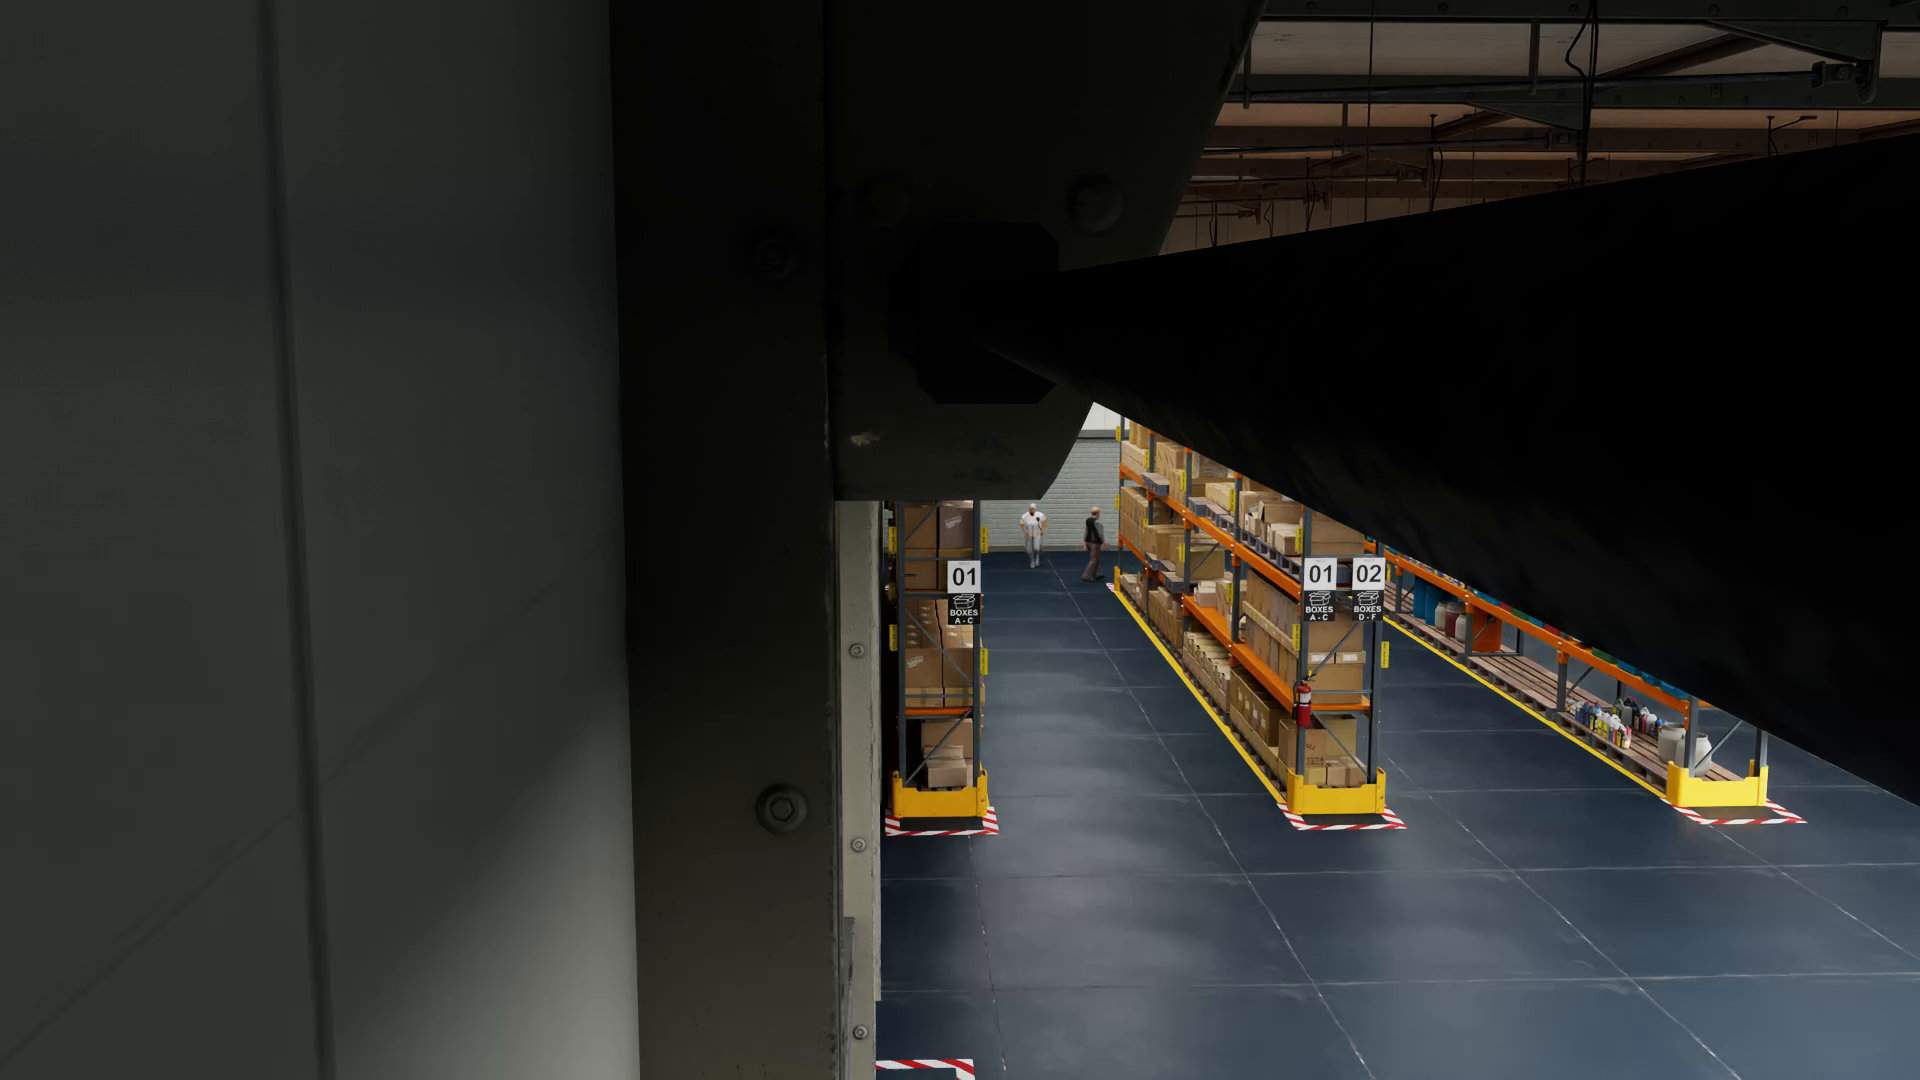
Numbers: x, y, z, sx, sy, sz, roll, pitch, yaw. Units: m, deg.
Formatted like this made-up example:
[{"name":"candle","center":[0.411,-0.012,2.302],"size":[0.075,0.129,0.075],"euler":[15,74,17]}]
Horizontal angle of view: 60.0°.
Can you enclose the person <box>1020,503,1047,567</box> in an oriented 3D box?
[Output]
[{"name":"person","center":[1.750,-0.111,39.380],"size":[0.630,1.577,0.747],"euler":[1,8,8]}]

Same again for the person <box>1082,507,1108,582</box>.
[{"name":"person","center":[3.026,0.106,37.461],"size":[0.751,1.715,0.528],"euler":[-4,9,-24]}]
